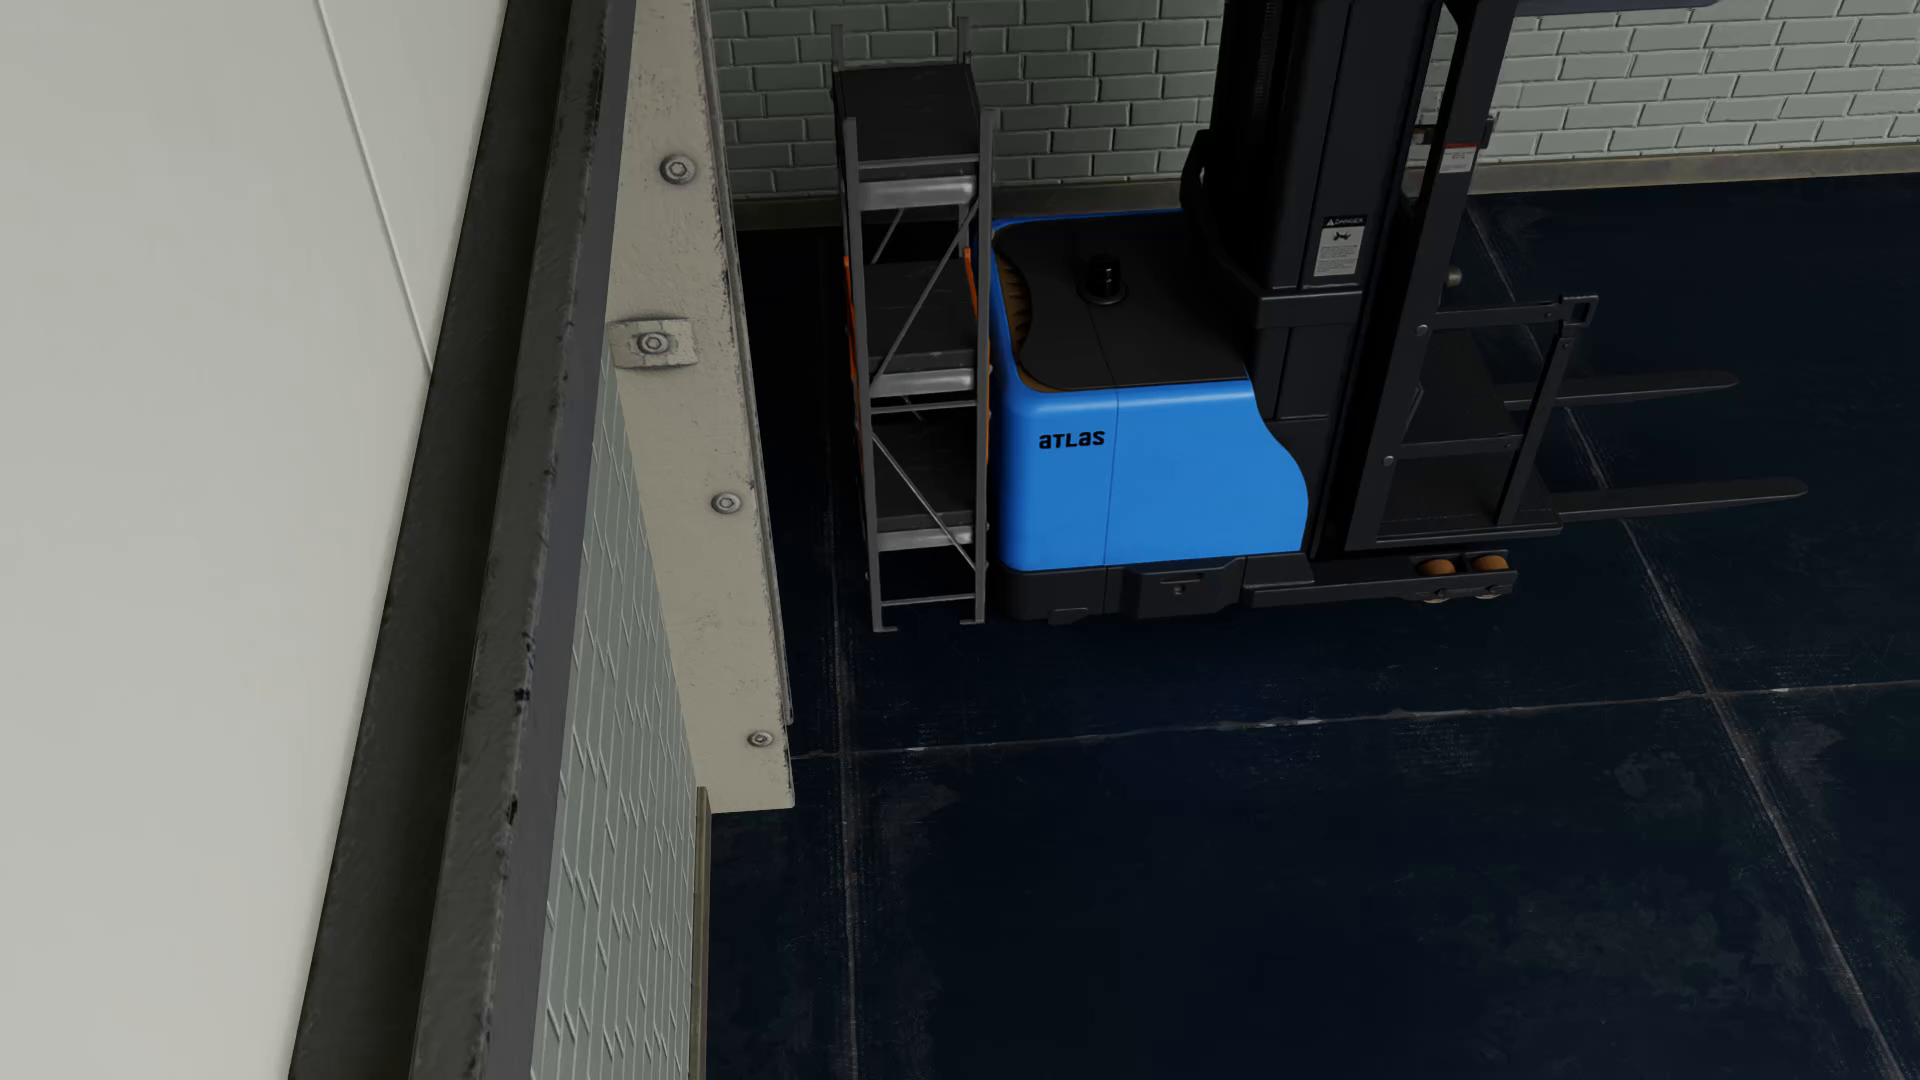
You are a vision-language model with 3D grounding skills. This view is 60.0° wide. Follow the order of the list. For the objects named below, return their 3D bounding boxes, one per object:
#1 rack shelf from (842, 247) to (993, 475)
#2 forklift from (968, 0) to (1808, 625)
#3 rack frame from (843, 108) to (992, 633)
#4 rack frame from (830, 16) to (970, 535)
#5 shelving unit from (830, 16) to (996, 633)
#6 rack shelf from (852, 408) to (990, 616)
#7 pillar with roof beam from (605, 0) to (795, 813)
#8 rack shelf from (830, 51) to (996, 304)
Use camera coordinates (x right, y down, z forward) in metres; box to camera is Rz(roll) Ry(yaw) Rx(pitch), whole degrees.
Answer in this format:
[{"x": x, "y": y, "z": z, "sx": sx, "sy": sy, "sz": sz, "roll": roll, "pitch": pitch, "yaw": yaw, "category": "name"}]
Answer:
[{"x": -0.142, "y": -0.579, "z": 5.371, "sx": 0.431, "sy": 0.518, "sz": 0.480, "roll": -5, "pitch": 47, "yaw": -5, "category": "rack shelf"}, {"x": 1.581, "y": -1.160, "z": 5.330, "sx": 3.031, "sy": 2.935, "sz": 1.130, "roll": -4, "pitch": 47, "yaw": -4, "category": "forklift"}, {"x": -0.113, "y": -0.412, "z": 5.194, "sx": 0.400, "sy": 2.100, "sz": 0.015, "roll": -5, "pitch": 47, "yaw": -5, "category": "rack frame"}, {"x": -0.171, "y": -0.764, "z": 5.527, "sx": 0.400, "sy": 2.100, "sz": 0.015, "roll": -5, "pitch": 47, "yaw": -5, "category": "rack frame"}, {"x": -0.142, "y": -0.588, "z": 5.361, "sx": 0.431, "sy": 2.100, "sz": 0.503, "roll": -5, "pitch": 47, "yaw": -5, "category": "shelving unit"}, {"x": -0.142, "y": -0.097, "z": 5.879, "sx": 0.431, "sy": 0.518, "sz": 0.480, "roll": -5, "pitch": 47, "yaw": -5, "category": "rack shelf"}, {"x": 3.580, "y": -2.618, "z": 2.532, "sx": 9.100, "sy": 9.000, "sz": 0.400, "roll": -3, "pitch": 47, "yaw": -3, "category": "pillar with roof beam"}, {"x": -0.142, "y": -1.060, "z": 4.863, "sx": 0.431, "sy": 0.518, "sz": 0.480, "roll": -5, "pitch": 47, "yaw": -5, "category": "rack shelf"}]
